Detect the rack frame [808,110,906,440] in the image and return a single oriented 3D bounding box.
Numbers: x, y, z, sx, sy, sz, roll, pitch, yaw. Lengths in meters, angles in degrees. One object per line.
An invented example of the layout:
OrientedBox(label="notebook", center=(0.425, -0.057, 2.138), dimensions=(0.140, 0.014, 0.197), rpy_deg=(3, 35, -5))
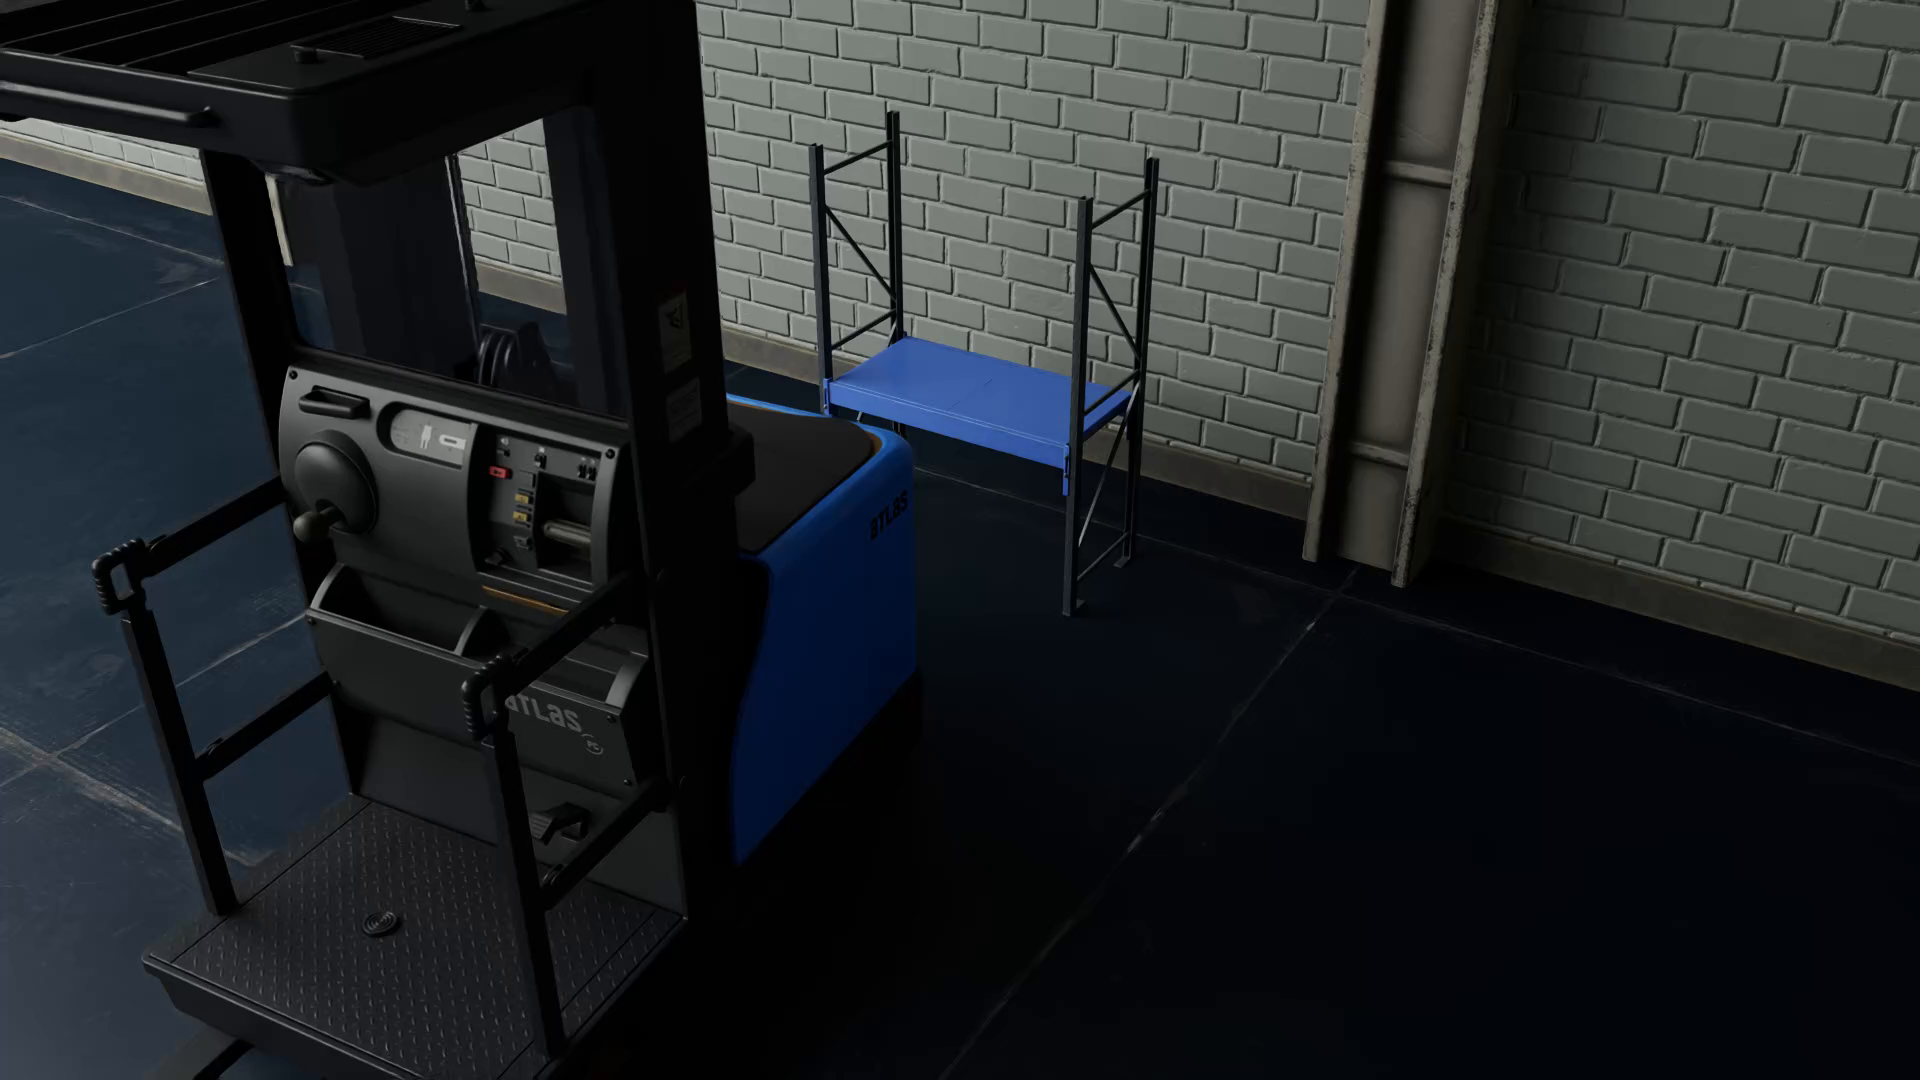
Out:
OrientedBox(label="rack frame", center=(-0.358, -0.761, 6.066), dimensions=(0.032, 1.500, 0.500), rpy_deg=(18, 35, 27))

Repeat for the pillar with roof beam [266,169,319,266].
OrientedBox(label="pillar with roof beam", center=(-5.861, -3.601, 3.492), dimensions=(0.400, 9.000, 9.100), rpy_deg=(18, 35, 27))

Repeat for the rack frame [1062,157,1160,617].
OrientedBox(label="rack frame", center=(0.503, -0.489, 5.599), dimensions=(0.032, 1.500, 0.500), rpy_deg=(18, 35, 27))

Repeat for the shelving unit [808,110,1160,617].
OrientedBox(label="shelving unit", center=(0.072, -0.625, 5.833), dimensions=(1.048, 1.500, 0.538), rpy_deg=(18, 35, 27))

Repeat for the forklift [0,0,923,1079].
OrientedBox(label="forklift", center=(-1.221, -0.078, 3.474), dimensions=(1.130, 2.935, 3.031), rpy_deg=(14, 33, 23))

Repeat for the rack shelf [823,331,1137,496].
OrientedBox(label="rack shelf", center=(0.072, -0.470, 5.924), dimensions=(1.000, 0.185, 0.538), rpy_deg=(18, 35, 27))

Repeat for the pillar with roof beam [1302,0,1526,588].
OrientedBox(label="pillar with roof beam", center=(-0.779, -1.994, 0.737), dimensions=(0.400, 9.000, 9.100), rpy_deg=(18, 35, 27))
